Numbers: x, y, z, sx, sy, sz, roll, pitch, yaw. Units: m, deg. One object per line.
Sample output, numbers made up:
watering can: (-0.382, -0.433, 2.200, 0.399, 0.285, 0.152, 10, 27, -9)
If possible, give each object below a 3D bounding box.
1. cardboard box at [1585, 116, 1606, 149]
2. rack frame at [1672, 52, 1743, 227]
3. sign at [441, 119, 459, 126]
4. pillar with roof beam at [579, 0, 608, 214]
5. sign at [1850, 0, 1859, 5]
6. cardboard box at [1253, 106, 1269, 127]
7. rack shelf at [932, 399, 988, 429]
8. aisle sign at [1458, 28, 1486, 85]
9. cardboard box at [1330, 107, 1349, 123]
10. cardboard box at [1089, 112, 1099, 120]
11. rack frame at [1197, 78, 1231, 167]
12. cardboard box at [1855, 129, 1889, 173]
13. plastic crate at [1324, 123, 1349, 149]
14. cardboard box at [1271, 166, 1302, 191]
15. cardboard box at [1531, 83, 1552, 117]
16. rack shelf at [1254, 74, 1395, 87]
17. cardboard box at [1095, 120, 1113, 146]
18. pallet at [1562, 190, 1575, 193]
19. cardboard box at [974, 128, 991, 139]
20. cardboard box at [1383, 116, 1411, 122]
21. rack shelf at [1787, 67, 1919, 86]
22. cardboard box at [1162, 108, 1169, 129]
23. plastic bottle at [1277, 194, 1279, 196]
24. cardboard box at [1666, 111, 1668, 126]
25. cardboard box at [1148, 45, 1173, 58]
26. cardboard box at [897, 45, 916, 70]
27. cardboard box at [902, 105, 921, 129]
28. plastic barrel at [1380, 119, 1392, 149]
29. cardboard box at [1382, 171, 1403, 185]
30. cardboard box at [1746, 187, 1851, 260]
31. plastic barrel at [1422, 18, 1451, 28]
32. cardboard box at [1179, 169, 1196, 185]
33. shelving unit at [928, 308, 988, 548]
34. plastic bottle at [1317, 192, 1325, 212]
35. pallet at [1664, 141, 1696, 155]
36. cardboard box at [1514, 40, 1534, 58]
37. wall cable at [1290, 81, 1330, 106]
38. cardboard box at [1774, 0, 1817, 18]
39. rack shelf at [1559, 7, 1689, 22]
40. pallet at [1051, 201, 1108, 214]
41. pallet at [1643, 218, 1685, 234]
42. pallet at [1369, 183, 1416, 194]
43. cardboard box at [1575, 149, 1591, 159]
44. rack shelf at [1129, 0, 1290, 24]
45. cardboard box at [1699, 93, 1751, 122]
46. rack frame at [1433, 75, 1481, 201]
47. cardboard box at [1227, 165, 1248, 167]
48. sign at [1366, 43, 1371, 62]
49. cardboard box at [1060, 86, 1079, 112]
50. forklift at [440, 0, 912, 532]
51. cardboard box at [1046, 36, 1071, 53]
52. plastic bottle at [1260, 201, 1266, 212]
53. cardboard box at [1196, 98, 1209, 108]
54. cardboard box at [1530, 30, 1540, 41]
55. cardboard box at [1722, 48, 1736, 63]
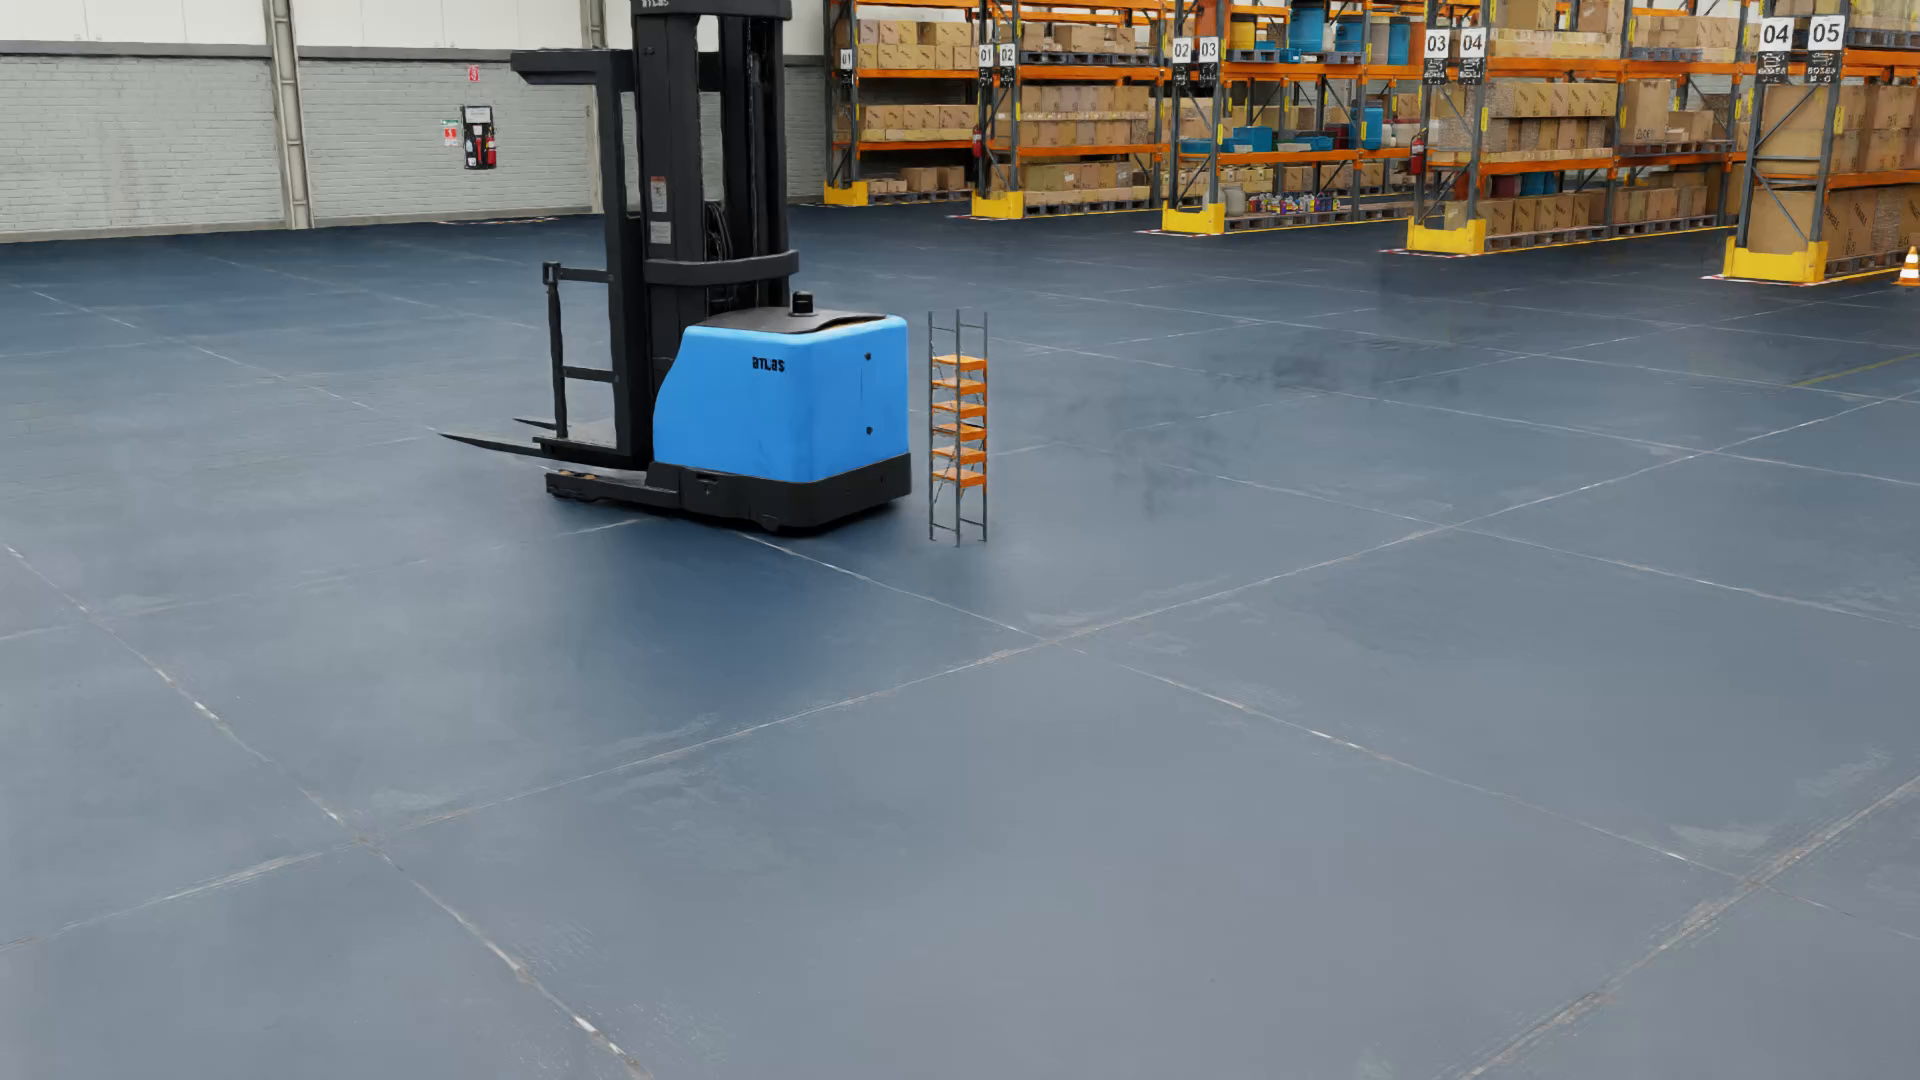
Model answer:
cardboard box: (9.874, -6.591, 26.841, 0.500, 0.500, 0.875, -13, 19, -39)
rack frame: (13.272, -7.141, 29.670, 0.127, 3.000, 1.000, -13, 19, -39)
sign: (-9.449, -7.736, 30.804, 0.331, 0.109, 0.001, -13, 19, -39)
pillar with roof beam: (-4.258, -10.009, 28.784, 0.400, 9.000, 9.100, -13, 19, -39)
sign: (10.776, -6.603, 19.999, 0.005, 0.325, 0.100, -13, 19, -39)
cardboard box: (7.509, -11.067, 43.789, 0.700, 0.700, 0.980, -13, 20, -41)
rack shelf: (-0.011, -0.650, 8.566, 0.180, 0.103, 0.258, -13, 19, -39)
aisle sign: (7.387, -6.972, 24.003, 0.004, 0.787, 0.394, -13, 19, -39)
cardboard box: (8.497, -9.687, 38.196, 0.700, 0.500, 0.500, 10, 18, 33)
cardboard box: (2.533, -8.406, 32.955, 0.250, 0.149, 0.380, -12, 19, -38)
rack frame: (6.535, -10.711, 43.037, 0.127, 3.000, 1.000, -13, 19, -39)
cardboard box: (11.572, -5.115, 21.794, 0.550, 0.550, 0.875, -13, 19, -39)
plastic crate: (7.168, -7.600, 31.265, 0.583, 0.464, 0.402, -13, 19, -39)
cardboard box: (7.303, -8.096, 37.238, 0.500, 0.500, 0.500, -12, 19, -37)
cardboard box: (8.589, -6.669, 25.196, 0.500, 0.500, 0.500, -13, 19, -39)
rack shelf: (8.281, -10.510, 37.866, 4.000, 0.370, 1.077, -13, 19, -39)
cardboard box: (2.649, -8.189, 33.402, 0.500, 0.500, 0.700, -12, 19, -39)
pallet: (13.567, -7.567, 36.671, 1.213, 0.211, 1.003, -13, 19, -39)
cardboard box: (0.341, -9.154, 37.459, 0.500, 0.250, 0.500, -13, 19, -39)
cardboard box: (10.353, -9.829, 39.541, 0.500, 0.500, 0.500, -12, 19, -38)
rack shelf: (17.798, -9.259, 33.181, 4.000, 0.370, 1.077, -13, 19, -39)
cardboard box: (4.828, -10.438, 41.207, 0.500, 0.500, 0.500, -13, 20, -40)
plastic bottle: (5.827, -6.220, 30.633, 0.133, 0.283, 0.061, -12, 19, -37)
cardboard box: (11.501, -7.027, 28.232, 0.637, 0.503, 0.797, -10, 18, -34)
cardboard box: (4.225, -10.074, 34.317, 0.500, 0.250, 0.500, -10, 18, -34)
cardboard box: (-1.284, -10.366, 35.701, 0.500, 0.500, 0.500, -12, 19, -37)
cardboard box: (-1.187, -9.168, 36.059, 0.500, 0.500, 0.500, -13, 20, -41)
plastic barrel: (7.869, -7.612, 31.172, 0.433, 0.535, 0.433, 0, 15, 0)
cardboard box: (10.248, -8.690, 39.828, 0.500, 0.311, 0.500, -13, 19, -39)
cardboard box: (10.885, -4.107, 21.615, 0.875, 0.875, 0.875, -13, 19, -39)
plastic barrel: (9.259, -9.699, 32.465, 0.600, 0.901, 0.600, 0, 15, 0)
cardboard box: (4.611, -7.643, 34.978, 0.500, 0.311, 0.500, -13, 20, -40)
shelving unit: (-0.011, -0.577, 8.586, 0.189, 1.200, 0.258, -13, 19, -39)
plastic bottle: (6.562, -6.162, 30.288, 0.185, 0.351, 0.144, -14, 20, -42)
pallet: (11.805, -6.705, 28.409, 1.213, 0.211, 1.003, -13, 19, -39)
cardboard box: (8.155, -7.282, 24.677, 0.500, 0.250, 0.500, -13, 20, -41)
wall cable: (9.897, -12.281, 46.944, 1.851, 1.984, 0.084, -13, 19, -39)
cardboard box: (10.602, -6.712, 20.958, 0.500, 0.250, 0.500, -12, 19, -39)
rack shelf: (14.547, -11.479, 36.455, 4.000, 0.370, 1.077, -13, 19, -39)
pallet: (2.206, -6.711, 33.464, 1.213, 0.211, 1.003, -13, 19, -39)
pallet: (11.762, -5.456, 28.765, 1.213, 0.211, 1.003, -13, 19, -39)
pallet: (10.308, -8.516, 40.224, 1.213, 0.211, 1.003, -13, 19, -39)
cardboard box: (9.747, -6.113, 26.309, 0.250, 0.149, 0.380, -13, 19, -39)
rack shelf: (5.263, -11.088, 34.994, 4.000, 0.370, 1.077, -13, 19, -39)
cardboard box: (13.834, -7.794, 29.979, 0.637, 0.503, 0.797, -12, 19, -38)
rack frame: (10.021, -8.105, 33.280, 0.127, 3.000, 1.000, -13, 19, -39)
cardboard box: (6.184, -8.184, 37.002, 0.500, 0.311, 0.500, -12, 19, -38)
sign: (7.356, -8.772, 29.947, 0.005, 0.325, 0.100, -13, 19, -39)
cardboard box: (1.910, -8.651, 32.616, 0.500, 0.500, 0.700, -13, 19, -39)
forklift: (-1.793, -1.725, 9.528, 3.031, 2.935, 1.130, 9, 18, 31)
cardboard box: (1.852, -9.732, 32.646, 0.500, 0.311, 0.500, -10, 18, -33)
plastic bottle: (5.492, -6.046, 30.143, 0.097, 0.201, 0.097, 0, 15, 0)
cardboard box: (5.958, -11.061, 42.086, 0.500, 0.250, 0.500, -12, 19, -38)
cardboard box: (8.403, -7.521, 24.799, 0.250, 0.149, 0.380, -13, 20, -40)
cardboard box: (13.074, -8.389, 28.822, 0.500, 0.250, 0.500, -13, 19, -39)
